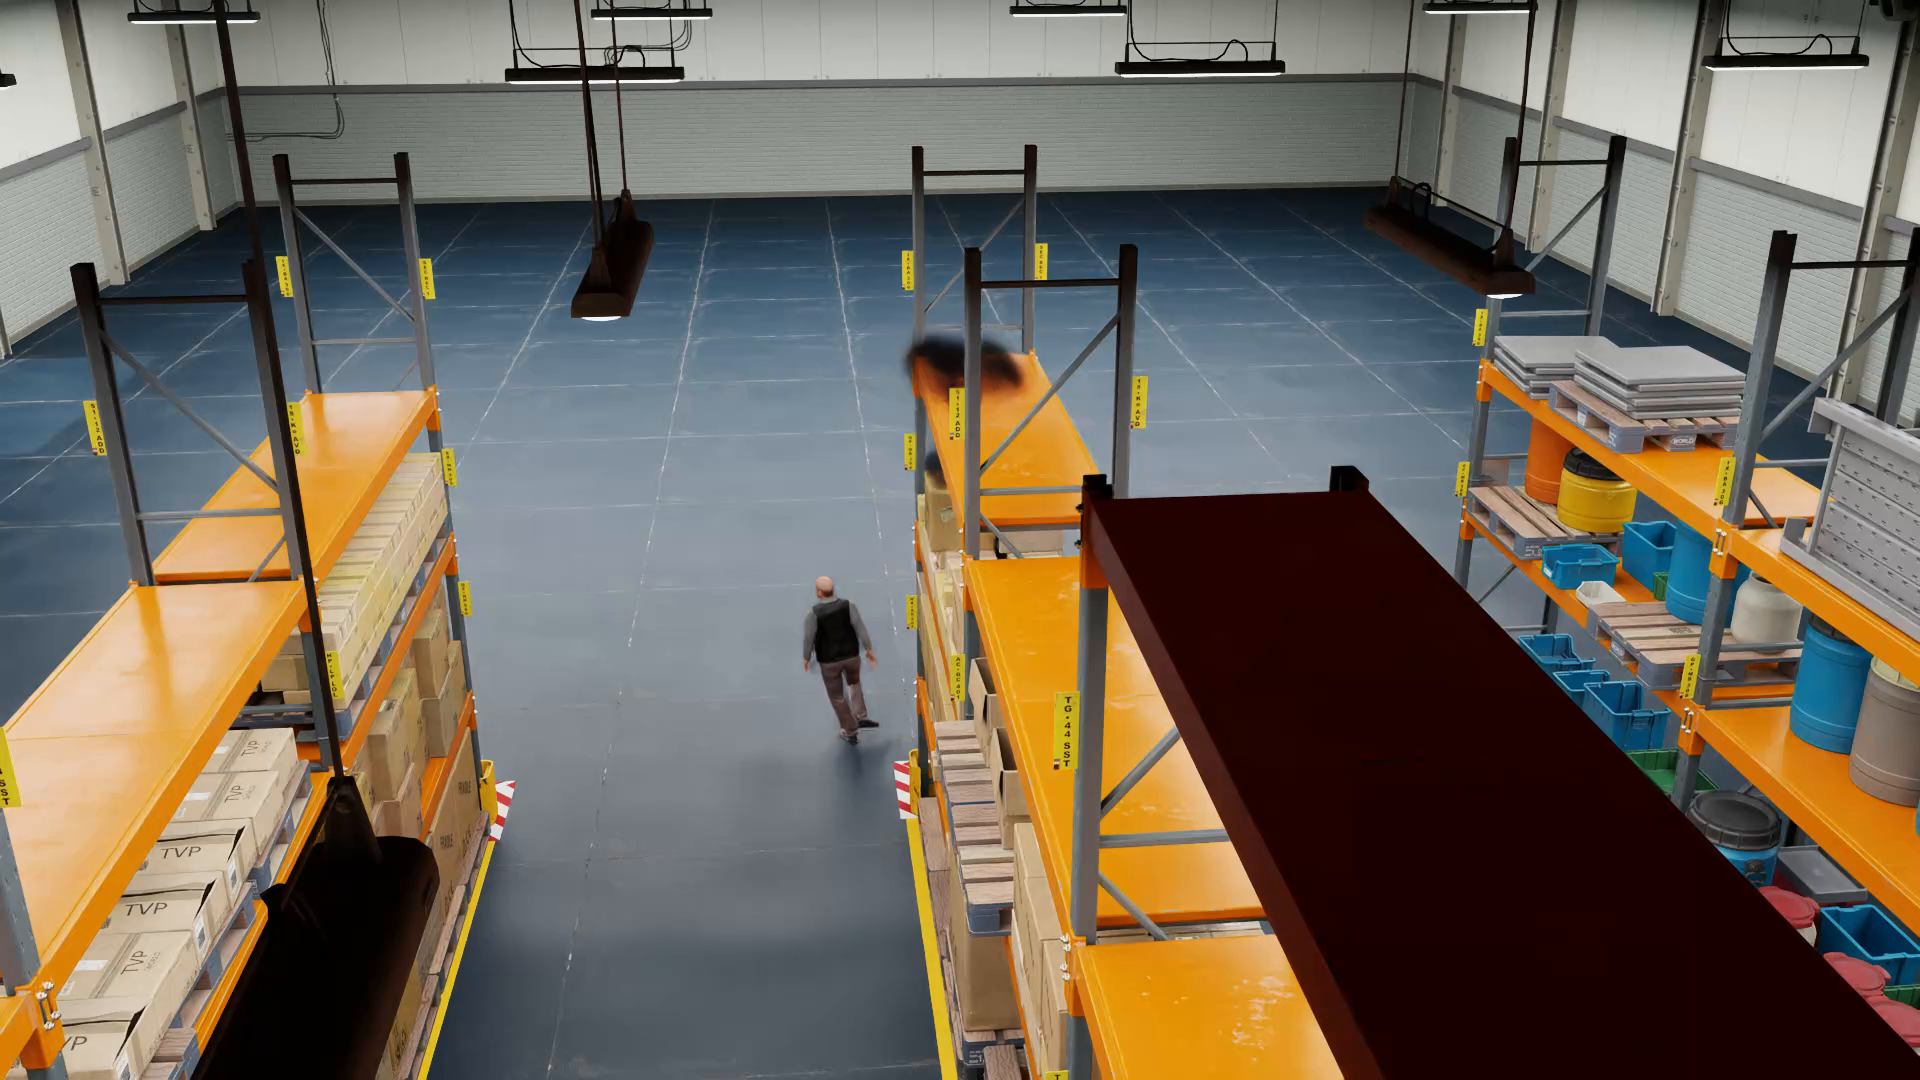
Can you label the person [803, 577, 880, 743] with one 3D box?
[{"bbox_3d":[-1.177,1.194,16.386,0.689,1.707,0.536,-11,24,-25],"label":"person"}]
